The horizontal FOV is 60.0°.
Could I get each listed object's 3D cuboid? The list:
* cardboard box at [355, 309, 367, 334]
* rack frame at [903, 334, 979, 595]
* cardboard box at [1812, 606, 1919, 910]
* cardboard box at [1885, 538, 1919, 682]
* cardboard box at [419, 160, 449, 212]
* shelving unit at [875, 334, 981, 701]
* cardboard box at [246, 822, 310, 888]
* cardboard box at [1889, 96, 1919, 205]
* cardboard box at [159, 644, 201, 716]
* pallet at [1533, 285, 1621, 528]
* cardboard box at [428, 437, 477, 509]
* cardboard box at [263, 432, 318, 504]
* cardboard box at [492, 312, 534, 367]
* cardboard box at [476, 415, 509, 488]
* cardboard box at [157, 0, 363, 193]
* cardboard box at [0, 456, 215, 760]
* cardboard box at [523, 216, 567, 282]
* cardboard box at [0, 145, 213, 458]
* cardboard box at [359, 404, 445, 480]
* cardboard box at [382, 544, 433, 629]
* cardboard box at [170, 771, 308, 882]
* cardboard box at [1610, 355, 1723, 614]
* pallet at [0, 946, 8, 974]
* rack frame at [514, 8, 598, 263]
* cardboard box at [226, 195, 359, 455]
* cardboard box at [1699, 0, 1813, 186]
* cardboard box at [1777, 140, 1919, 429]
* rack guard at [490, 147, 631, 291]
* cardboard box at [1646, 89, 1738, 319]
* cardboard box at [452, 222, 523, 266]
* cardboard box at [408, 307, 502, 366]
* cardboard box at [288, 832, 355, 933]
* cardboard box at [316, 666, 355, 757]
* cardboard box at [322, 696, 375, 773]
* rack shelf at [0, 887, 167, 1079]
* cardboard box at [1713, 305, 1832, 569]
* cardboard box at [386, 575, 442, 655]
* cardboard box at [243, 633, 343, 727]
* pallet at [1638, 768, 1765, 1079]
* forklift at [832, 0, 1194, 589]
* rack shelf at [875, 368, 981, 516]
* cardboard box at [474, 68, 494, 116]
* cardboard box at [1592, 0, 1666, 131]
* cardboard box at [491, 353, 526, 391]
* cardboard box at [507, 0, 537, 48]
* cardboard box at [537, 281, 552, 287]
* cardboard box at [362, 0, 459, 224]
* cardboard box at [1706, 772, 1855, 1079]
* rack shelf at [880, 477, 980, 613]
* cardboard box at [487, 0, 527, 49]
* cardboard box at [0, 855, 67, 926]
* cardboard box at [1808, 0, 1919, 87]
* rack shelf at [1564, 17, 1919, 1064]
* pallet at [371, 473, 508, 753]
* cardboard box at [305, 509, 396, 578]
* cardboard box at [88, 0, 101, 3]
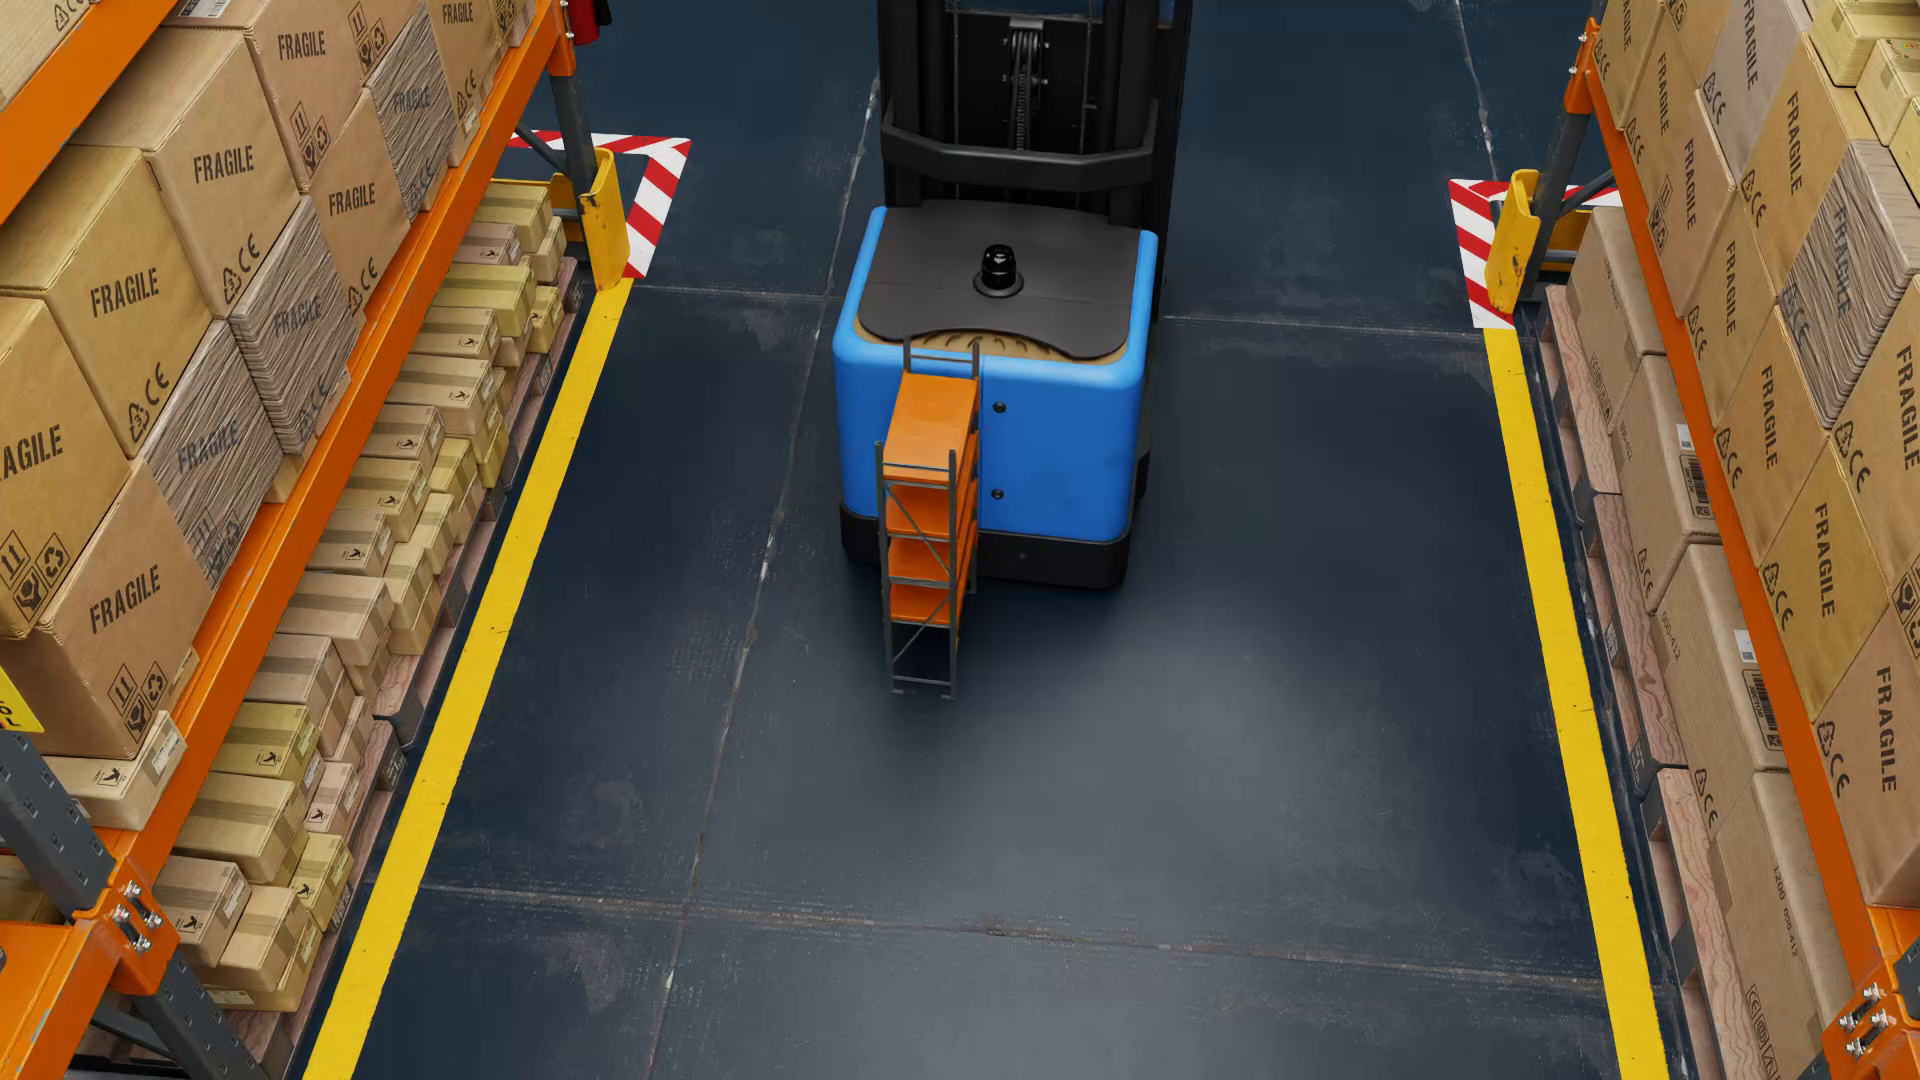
[{"bbox_3d":[-2.021,-0.648,4.980,0.380,0.149,0.250,5,48,5],"label":"cardboard box"},{"bbox_3d":[-0.059,-0.224,5.642,0.240,1.200,0.015,6,48,6],"label":"rack frame"},{"bbox_3d":[2.304,0.491,3.700,0.500,0.500,0.500,4,48,4],"label":"cardboard box"},{"bbox_3d":[2.284,0.146,3.338,0.500,0.500,0.500,4,48,3],"label":"cardboard box"},{"bbox_3d":[-1.927,-1.226,5.508,0.380,0.149,0.250,2,48,2],"label":"cardboard box"},{"bbox_3d":[-0.095,-0.046,5.479,0.258,1.200,0.503,6,48,6],"label":"shelving unit"},{"bbox_3d":[-2.137,0.907,4.833,0.380,0.149,0.250,4,48,4],"label":"cardboard box"},{"bbox_3d":[2.407,-0.890,3.847,0.380,0.149,0.250,3,48,3],"label":"cardboard box"},{"bbox_3d":[-2.121,0.328,4.088,0.380,0.149,0.250,5,48,5],"label":"cardboard box"},{"bbox_3d":[2.886,-0.523,6.585,1.003,0.211,1.213,4,48,4],"label":"pallet"},{"bbox_3d":[-1.943,-0.238,5.880,0.380,0.149,0.250,6,48,5],"label":"cardboard box"},{"bbox_3d":[-2.030,-0.252,4.618,0.380,0.149,0.250,5,48,4],"label":"cardboard box"},{"bbox_3d":[-1.867,-0.806,6.400,0.380,0.149,0.250,2,48,2],"label":"cardboard box"},{"bbox_3d":[-1.901,-0.336,6.172,0.380,0.149,0.250,2,48,2],"label":"cardboard box"},{"bbox_3d":[-1.981,-1.290,4.450,0.500,0.500,0.500,2,48,2],"label":"cardboard box"},{"bbox_3d":[-2.126,0.143,3.817,0.500,0.500,0.500,3,48,3],"label":"cardboard box"},{"bbox_3d":[-1.822,-1.188,6.750,0.380,0.149,0.250,3,48,2],"label":"cardboard box"},{"bbox_3d":[-2.106,-0.545,3.768,0.500,0.500,0.500,3,48,2],"label":"cardboard box"},{"bbox_3d":[-2.021,-0.337,5.769,0.380,0.149,0.250,2,48,2],"label":"cardboard box"},{"bbox_3d":[-1.988,0.146,5.530,0.380,0.149,0.250,4,48,3],"label":"cardboard box"},{"bbox_3d":[-2.100,0.806,4.724,0.380,0.149,0.250,6,48,5],"label":"cardboard box"},{"bbox_3d":[2.845,-0.169,5.823,0.875,0.438,0.875,5,48,5],"label":"cardboard box"},{"bbox_3d":[-2.637,1.241,3.212,1.003,0.211,1.213,4,48,4],"label":"pallet"},{"bbox_3d":[-2.058,-2.315,6.335,1.000,3.000,0.127,4,48,4],"label":"rack frame"},{"bbox_3d":[-2.006,-0.589,4.486,0.500,0.500,0.500,3,48,3],"label":"cardboard box"},{"bbox_3d":[2.474,-1.335,4.693,0.500,0.500,0.500,4,48,3],"label":"cardboard box"},{"bbox_3d":[2.376,-0.601,4.021,0.500,0.500,0.500,4,48,4],"label":"cardboard box"},{"bbox_3d":[-2.065,-1.416,7.206,1.175,0.500,0.348,4,48,4],"label":"rack guard"},{"bbox_3d":[2.469,-1.011,5.074,0.500,0.500,0.500,4,48,3],"label":"cardboard box"},{"bbox_3d":[-1.934,-1.109,6.476,0.380,0.149,0.250,5,48,4],"label":"cardboard box"},{"bbox_3d":[-1.917,-0.724,6.124,0.380,0.149,0.250,2,48,2],"label":"cardboard box"},{"bbox_3d":[-2.045,1.003,4.947,0.380,0.149,0.250,5,48,5],"label":"cardboard box"},{"bbox_3d":[-2.123,0.528,5.180,0.380,0.149,0.250,2,48,2],"label":"cardboard box"},{"bbox_3d":[-2.101,0.627,5.291,0.380,0.149,0.250,3,48,3],"label":"cardboard box"},{"bbox_3d":[-2.604,2.337,2.568,1.077,0.370,4.000,4,48,4],"label":"rack shelf"},{"bbox_3d":[2.377,-0.258,4.385,0.500,0.500,0.500,3,48,3],"label":"cardboard box"},{"bbox_3d":[-1.991,0.242,5.643,0.380,0.149,0.250,3,48,2],"label":"cardboard box"},{"bbox_3d":[-2.125,0.424,5.074,0.380,0.149,0.250,3,48,3],"label":"cardboard box"},{"bbox_3d":[2.664,1.270,4.945,1.003,0.211,1.213,4,48,4],"label":"pallet"},{"bbox_3d":[0.292,-1.915,6.016,1.130,2.935,3.031,6,48,6],"label":"forklift"},{"bbox_3d":[-0.095,-0.311,5.189,0.258,0.148,0.480,6,48,6],"label":"rack shelf"},{"bbox_3d":[-1.874,-1.606,5.857,0.380,0.149,0.250,3,48,3],"label":"cardboard box"},{"bbox_3d":[2.551,-1.757,5.756,0.500,0.500,0.500,4,48,3],"label":"cardboard box"},{"bbox_3d":[-1.930,-0.710,6.514,0.380,0.149,0.250,4,48,3],"label":"cardboard box"},{"bbox_3d":[-1.806,-1.972,6.191,0.380,0.149,0.250,4,48,4],"label":"cardboard box"},{"bbox_3d":[-1.898,-1.094,6.865,0.380,0.149,0.250,5,48,4],"label":"cardboard box"},{"bbox_3d":[-1.931,-1.351,5.183,0.500,0.500,0.500,4,48,4],"label":"cardboard box"},{"bbox_3d":[2.681,1.152,4.616,0.875,0.438,0.875,3,48,3],"label":"cardboard box"},{"bbox_3d":[-0.095,0.000,5.528,0.258,0.148,0.480,6,48,6],"label":"rack shelf"},{"bbox_3d":[-1.842,-2.102,5.870,0.500,0.500,0.500,5,48,4],"label":"cardboard box"},{"bbox_3d":[-2.649,0.965,4.579,0.380,0.149,0.250,5,48,5],"label":"cardboard box"},{"bbox_3d":[2.390,-1.268,4.192,0.380,0.149,0.250,3,48,3],"label":"cardboard box"},{"bbox_3d":[2.699,-0.344,5.020,1.077,0.370,4.000,4,48,4],"label":"rack shelf"},{"bbox_3d":[-2.288,0.170,5.951,1.003,0.211,1.213,4,48,4],"label":"pallet"},{"bbox_3d":[-2.078,0.036,5.428,0.380,0.149,0.250,2,48,2],"label":"cardboard box"},{"bbox_3d":[-2.014,-1.410,3.576,0.500,0.250,0.500,6,48,5],"label":"cardboard box"}]
